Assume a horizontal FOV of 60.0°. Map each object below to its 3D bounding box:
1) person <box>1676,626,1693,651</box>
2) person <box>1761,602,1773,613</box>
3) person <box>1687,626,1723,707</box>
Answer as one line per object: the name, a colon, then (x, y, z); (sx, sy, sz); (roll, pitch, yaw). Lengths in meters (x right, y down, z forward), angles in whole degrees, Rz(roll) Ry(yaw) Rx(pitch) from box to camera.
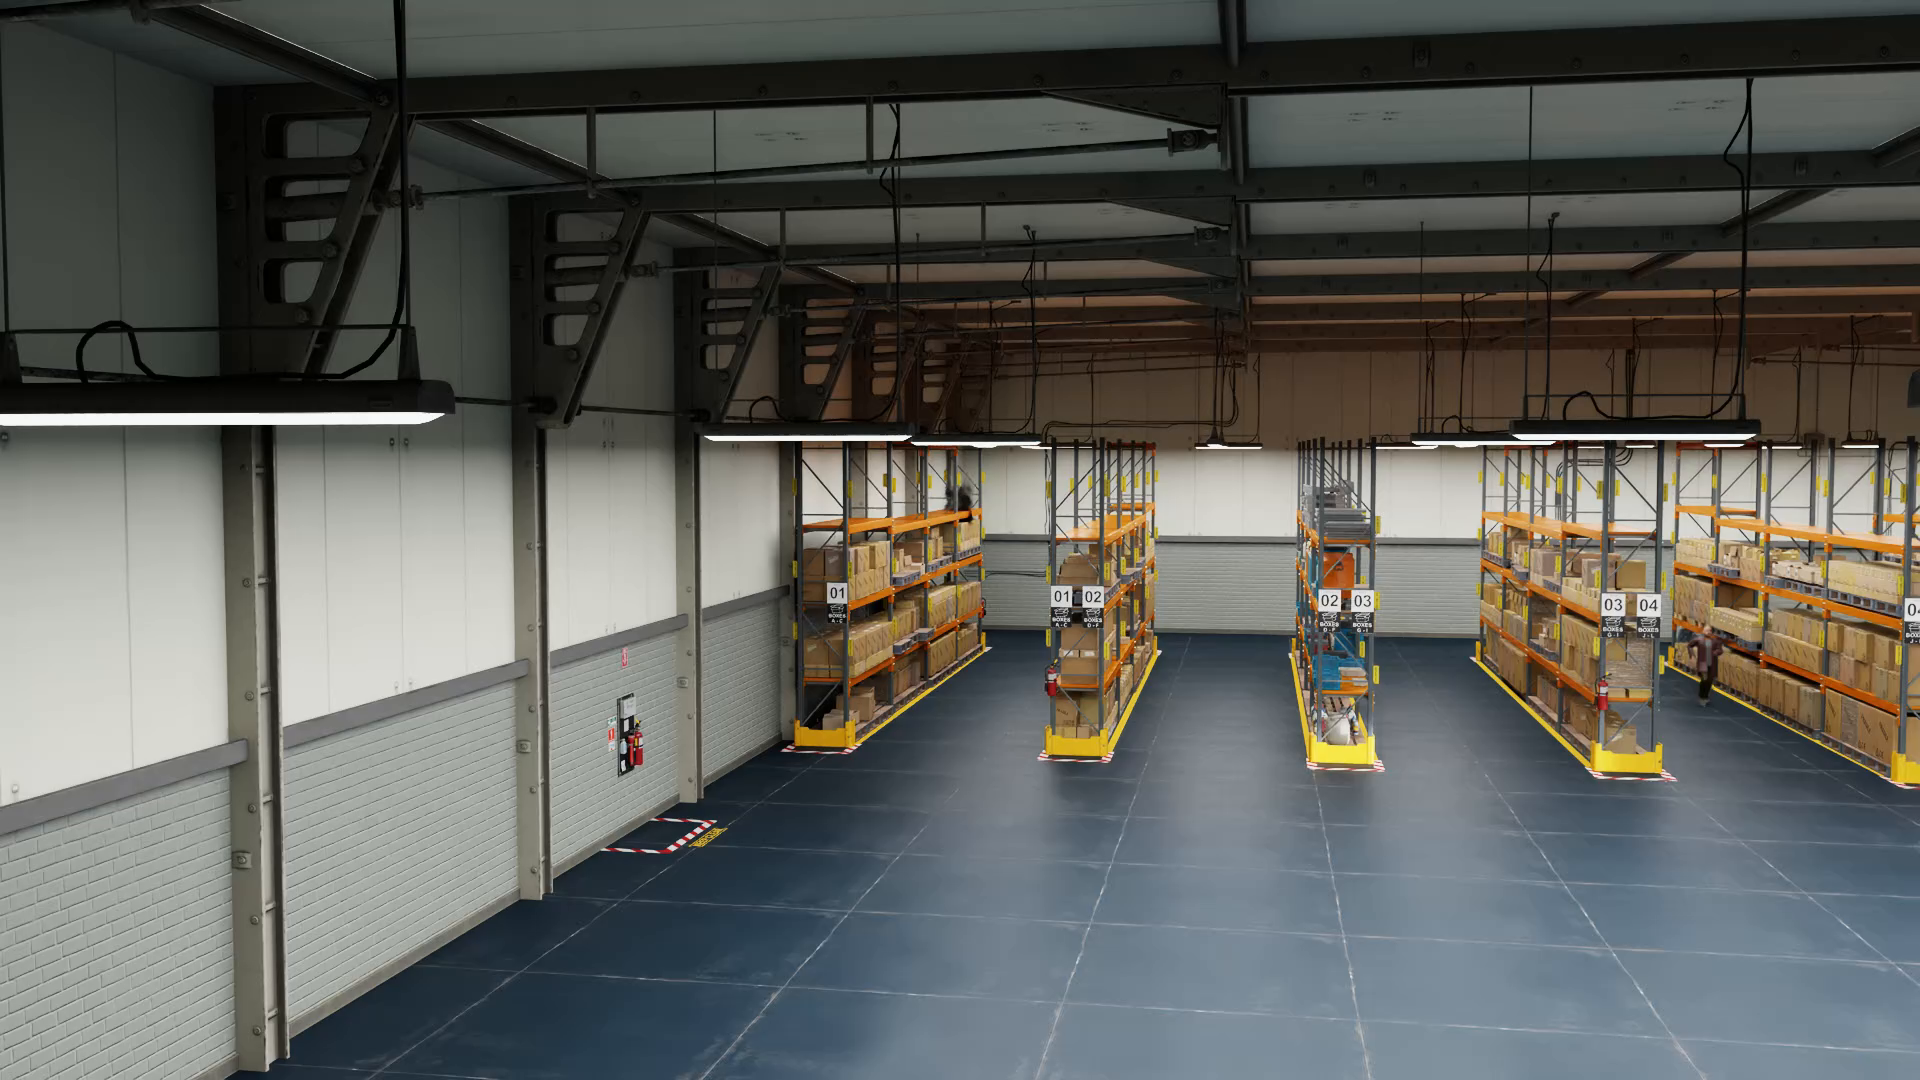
person: (19.984, 2.410, 45.887); (0.754, 1.710, 0.950); (-2, 4, -39)
person: (22.138, 2.520, 45.336); (0.768, 1.660, 0.654); (0, 3, -3)
person: (16.845, 2.857, 37.533); (0.674, 1.835, 0.810); (0, 3, 5)
